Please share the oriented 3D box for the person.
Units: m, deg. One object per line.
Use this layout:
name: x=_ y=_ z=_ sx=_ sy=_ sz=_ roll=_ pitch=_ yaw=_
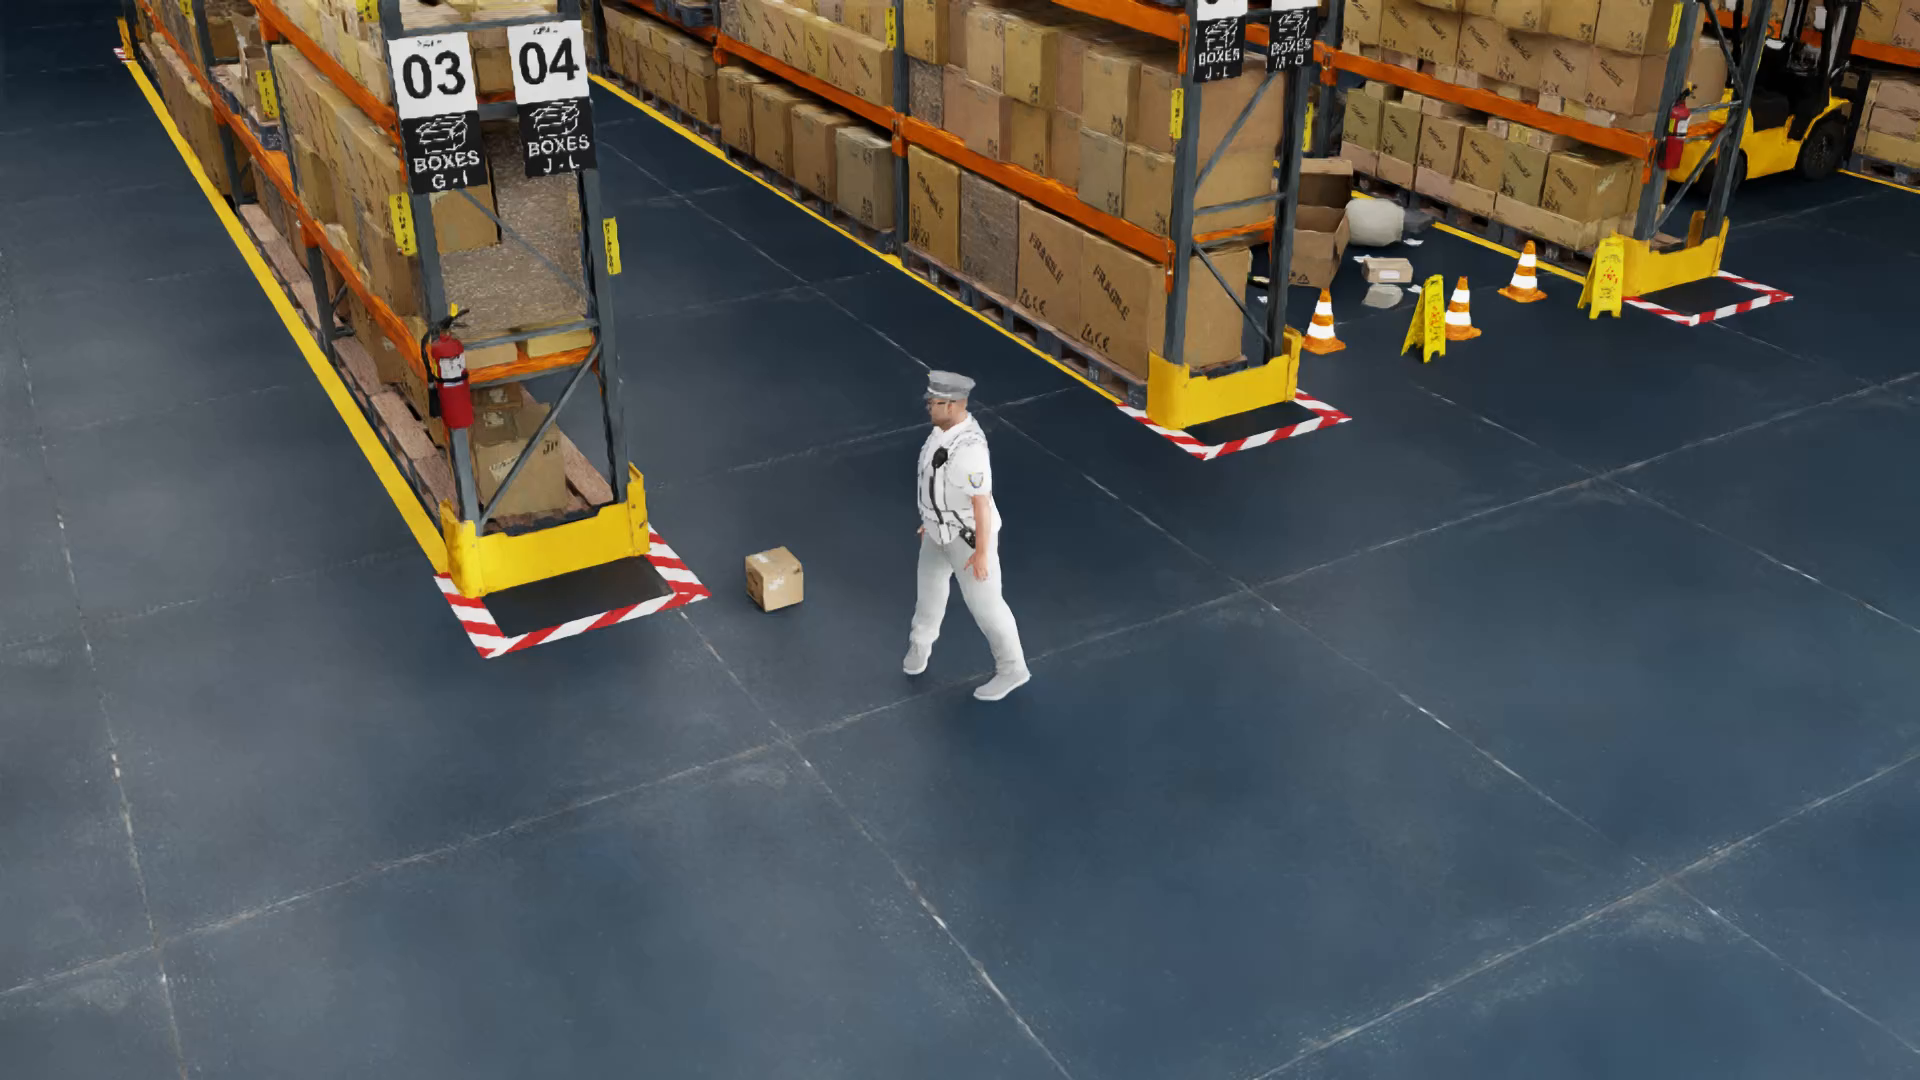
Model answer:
person: x=0.000 y=-0.030 z=8.633 sx=0.591 sy=1.755 sz=0.634 roll=-11 pitch=31 yaw=-19
